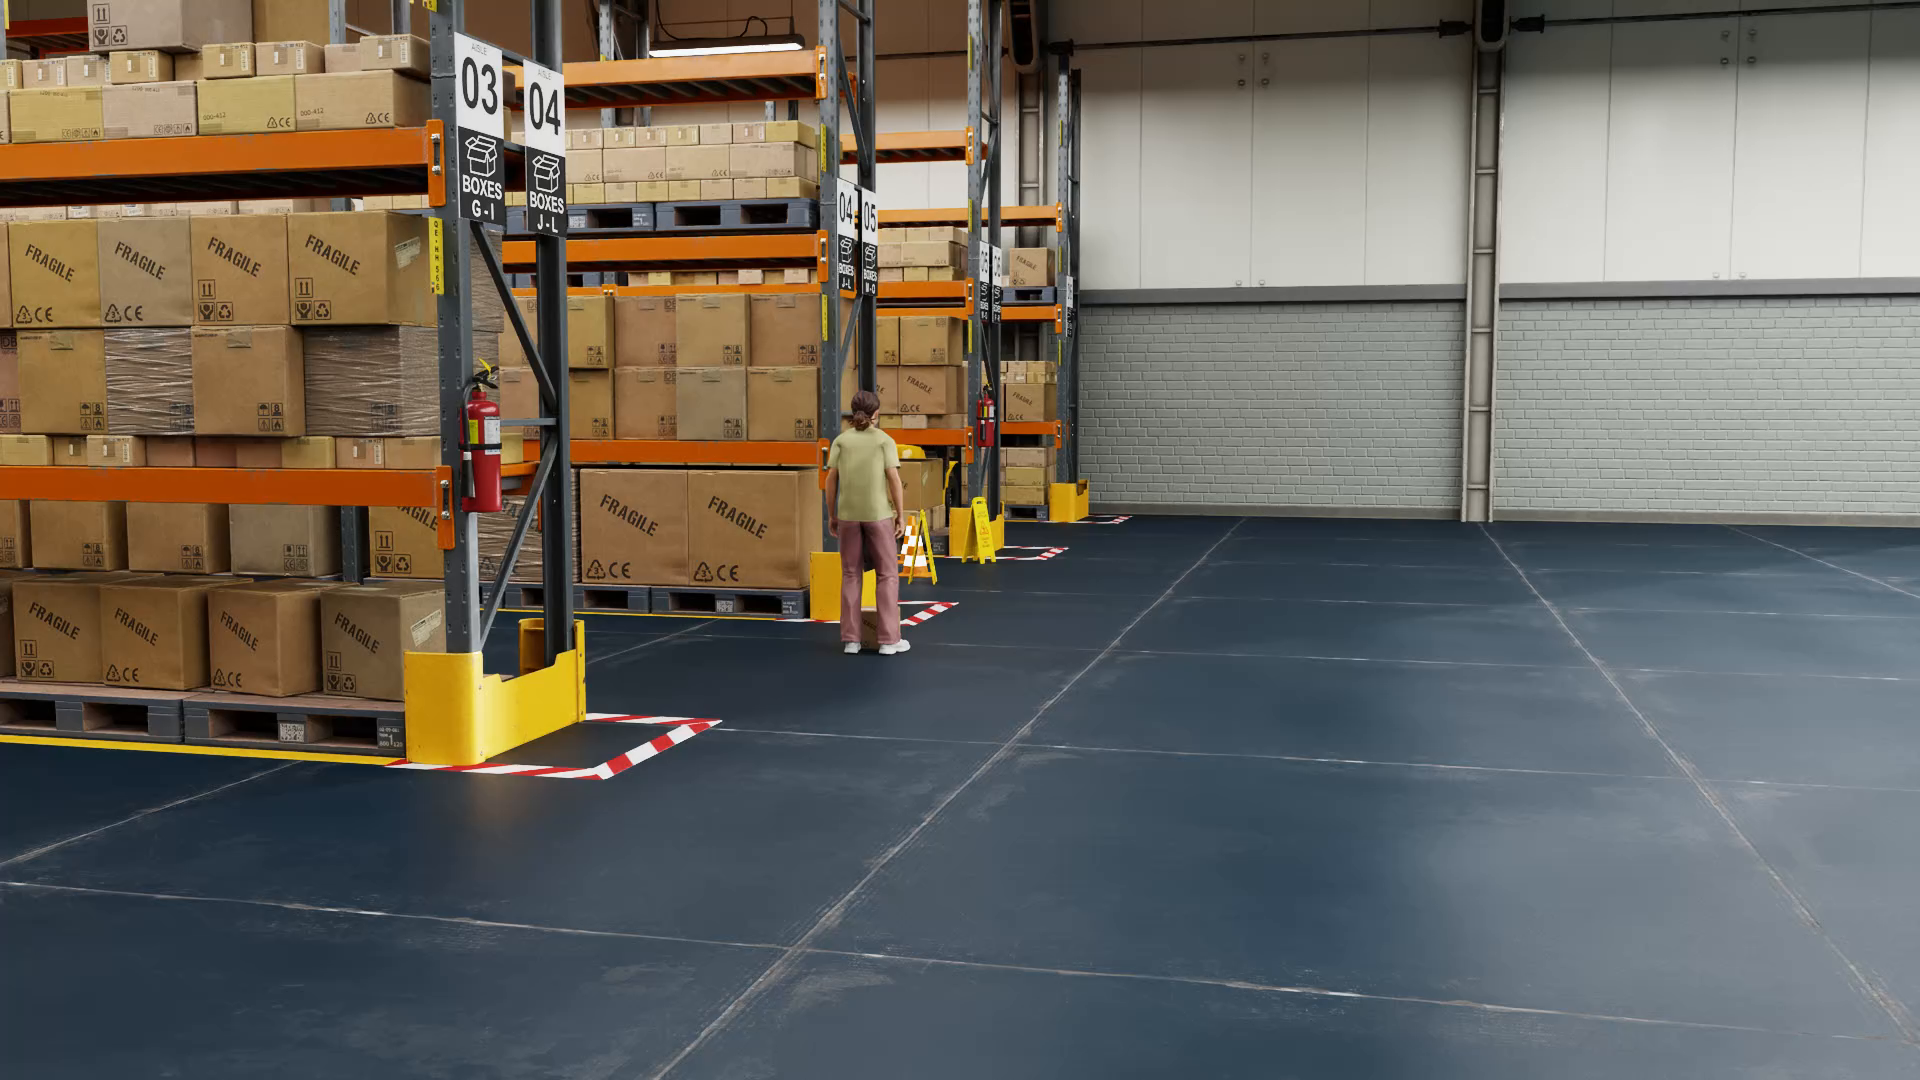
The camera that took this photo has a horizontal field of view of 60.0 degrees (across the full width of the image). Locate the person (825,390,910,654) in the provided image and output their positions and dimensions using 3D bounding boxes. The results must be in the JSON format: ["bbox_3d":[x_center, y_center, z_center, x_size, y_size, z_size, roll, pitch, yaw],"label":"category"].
[{"bbox_3d":[-0.597,-0.116,10.585,0.504,1.672,0.353,1,5,13],"label":"person"}]
